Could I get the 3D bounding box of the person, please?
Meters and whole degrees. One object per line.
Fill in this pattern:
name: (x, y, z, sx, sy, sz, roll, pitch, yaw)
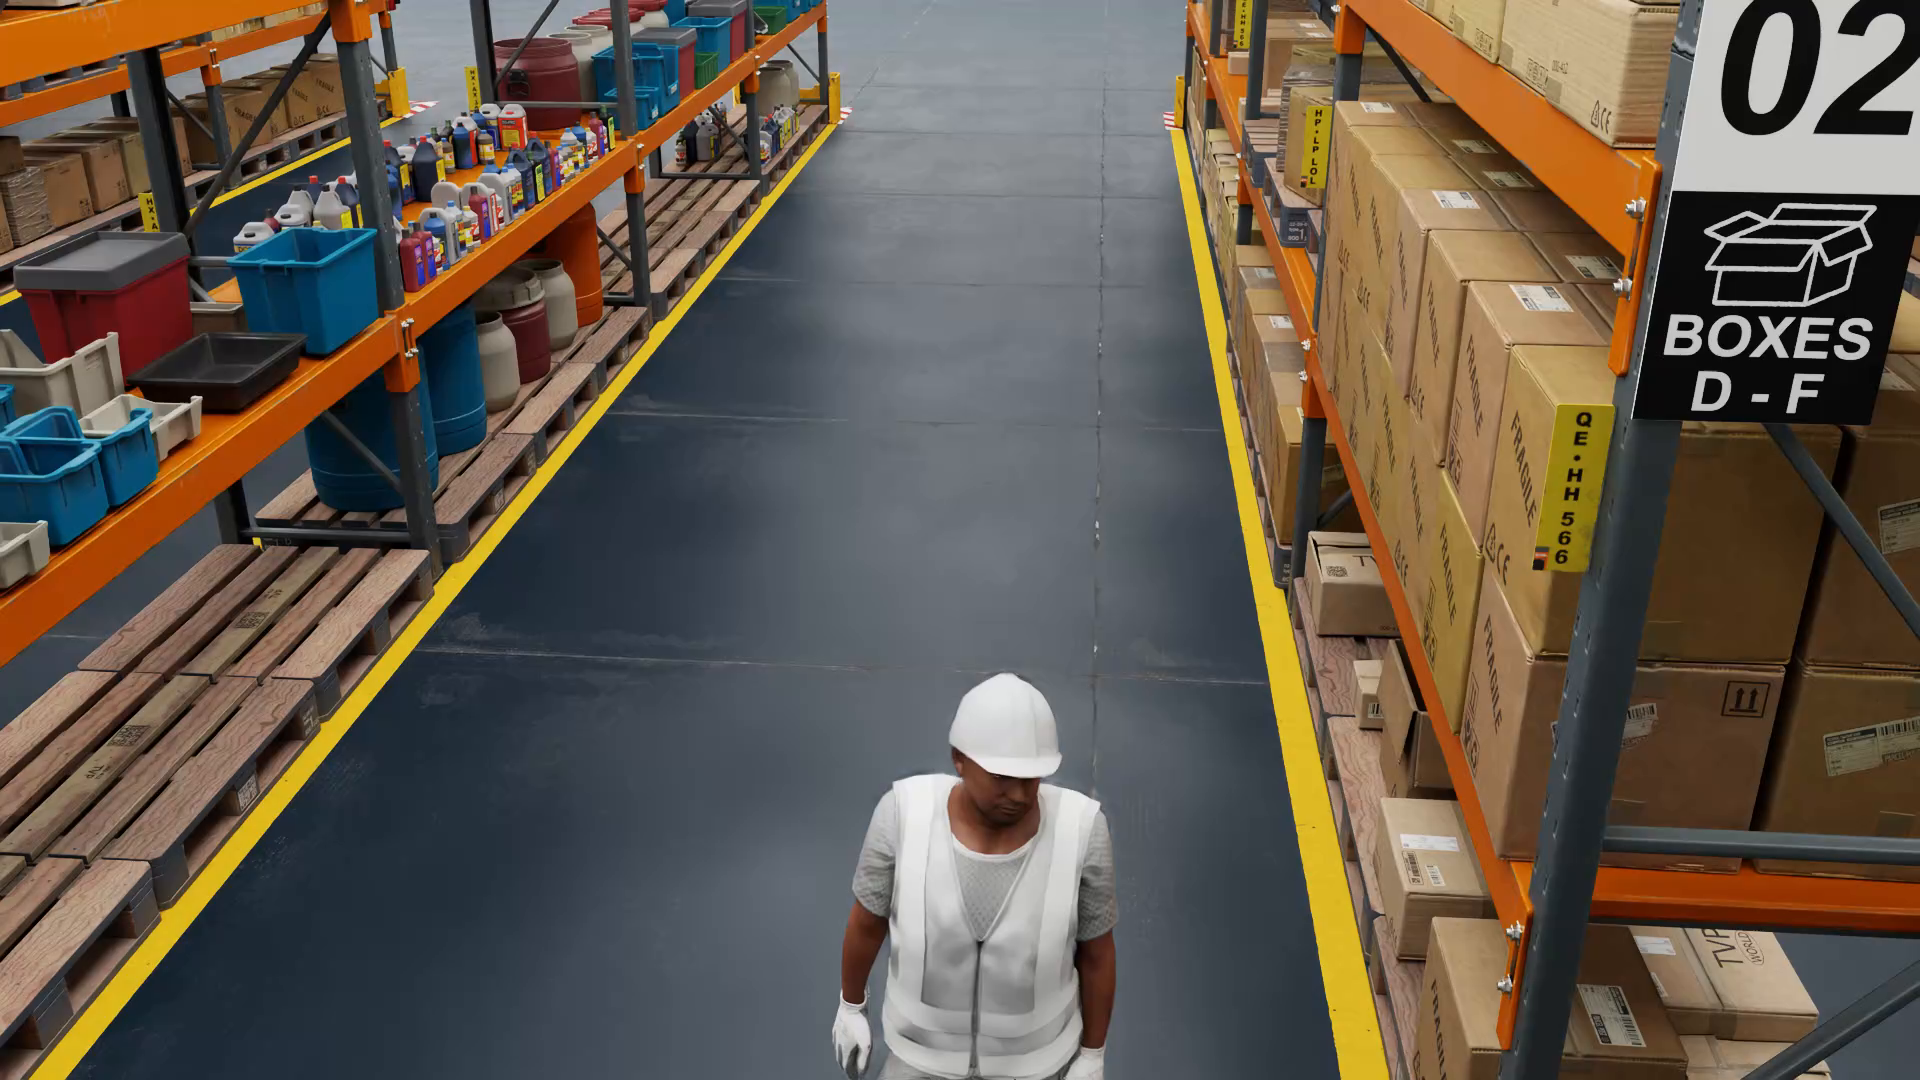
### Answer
person: (0.016, 1.110, 3.569, 0.623, 1.773, 0.460, 2, 24, 4)
